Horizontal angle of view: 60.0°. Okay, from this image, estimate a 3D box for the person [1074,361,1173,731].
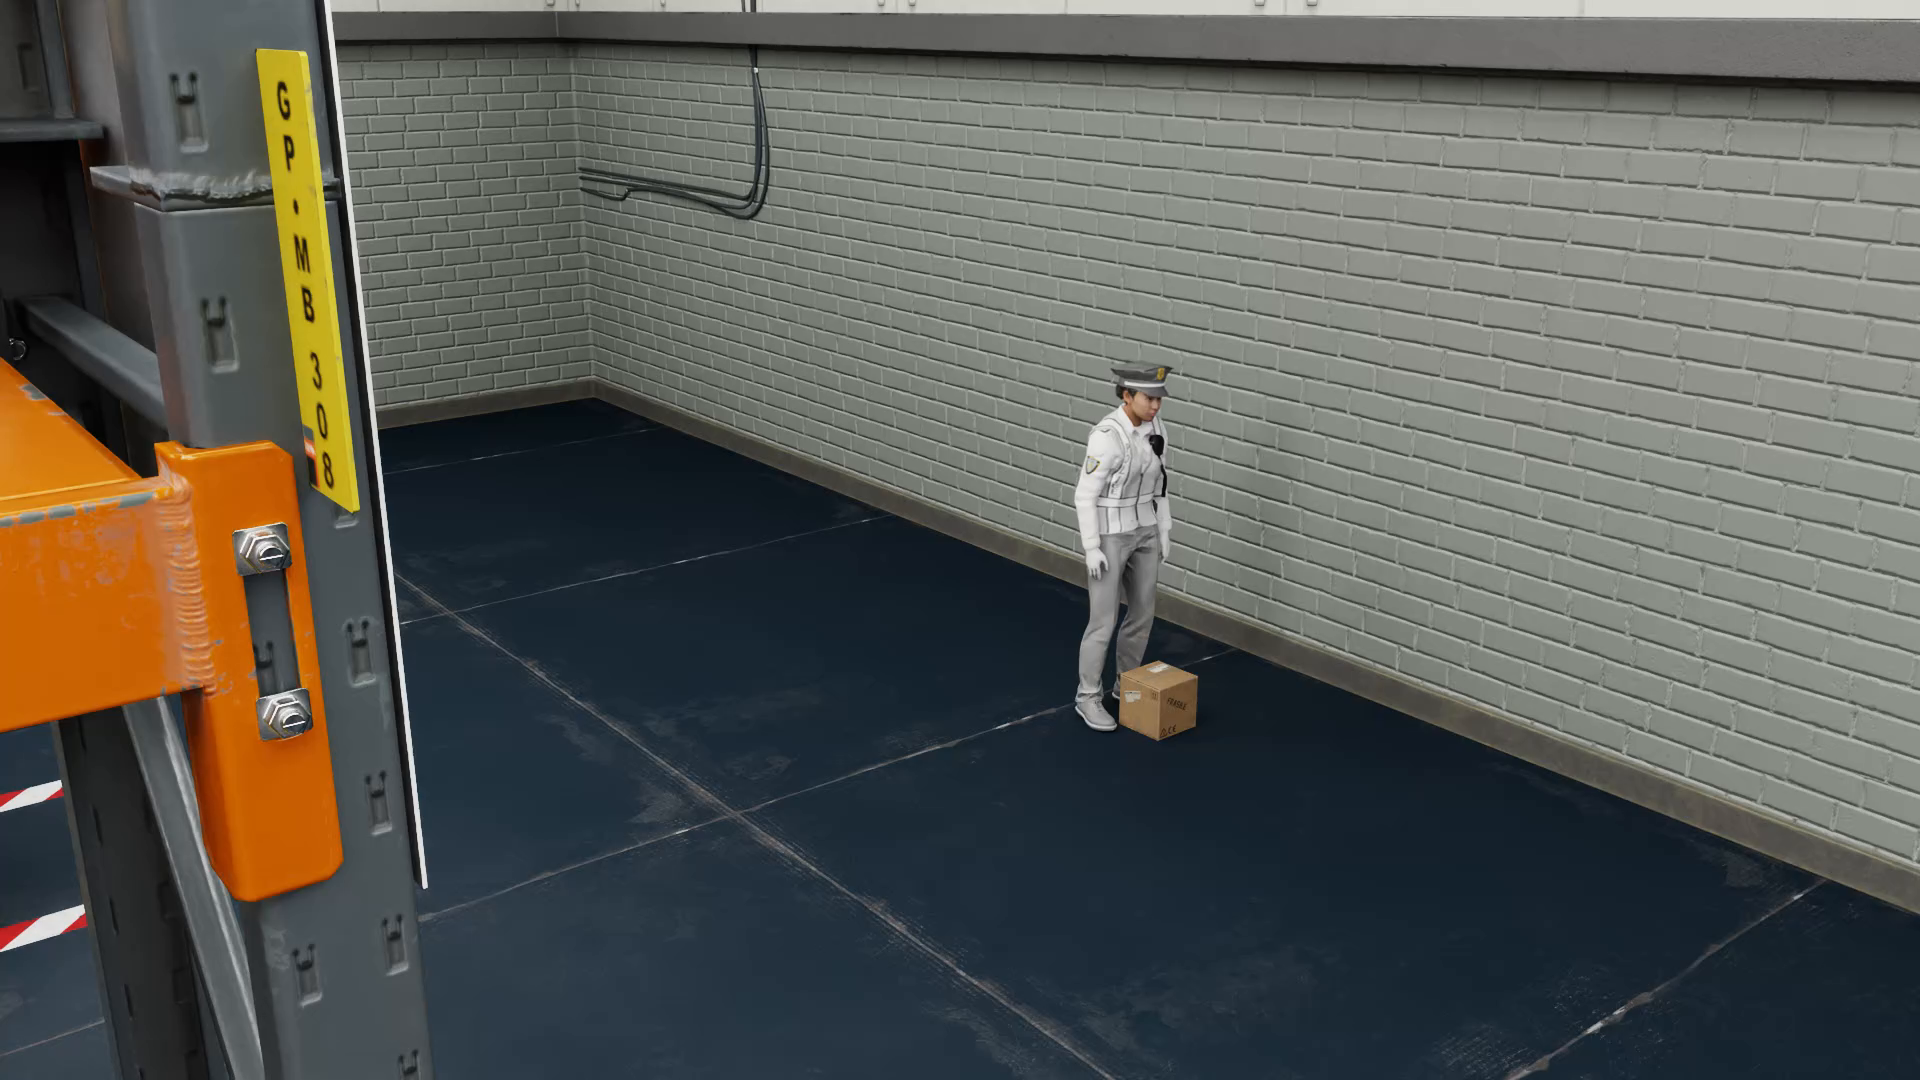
[{"bbox_3d":[0.749,0.003,7.537,0.528,1.663,0.374,-14,22,-36],"label":"person"}]
